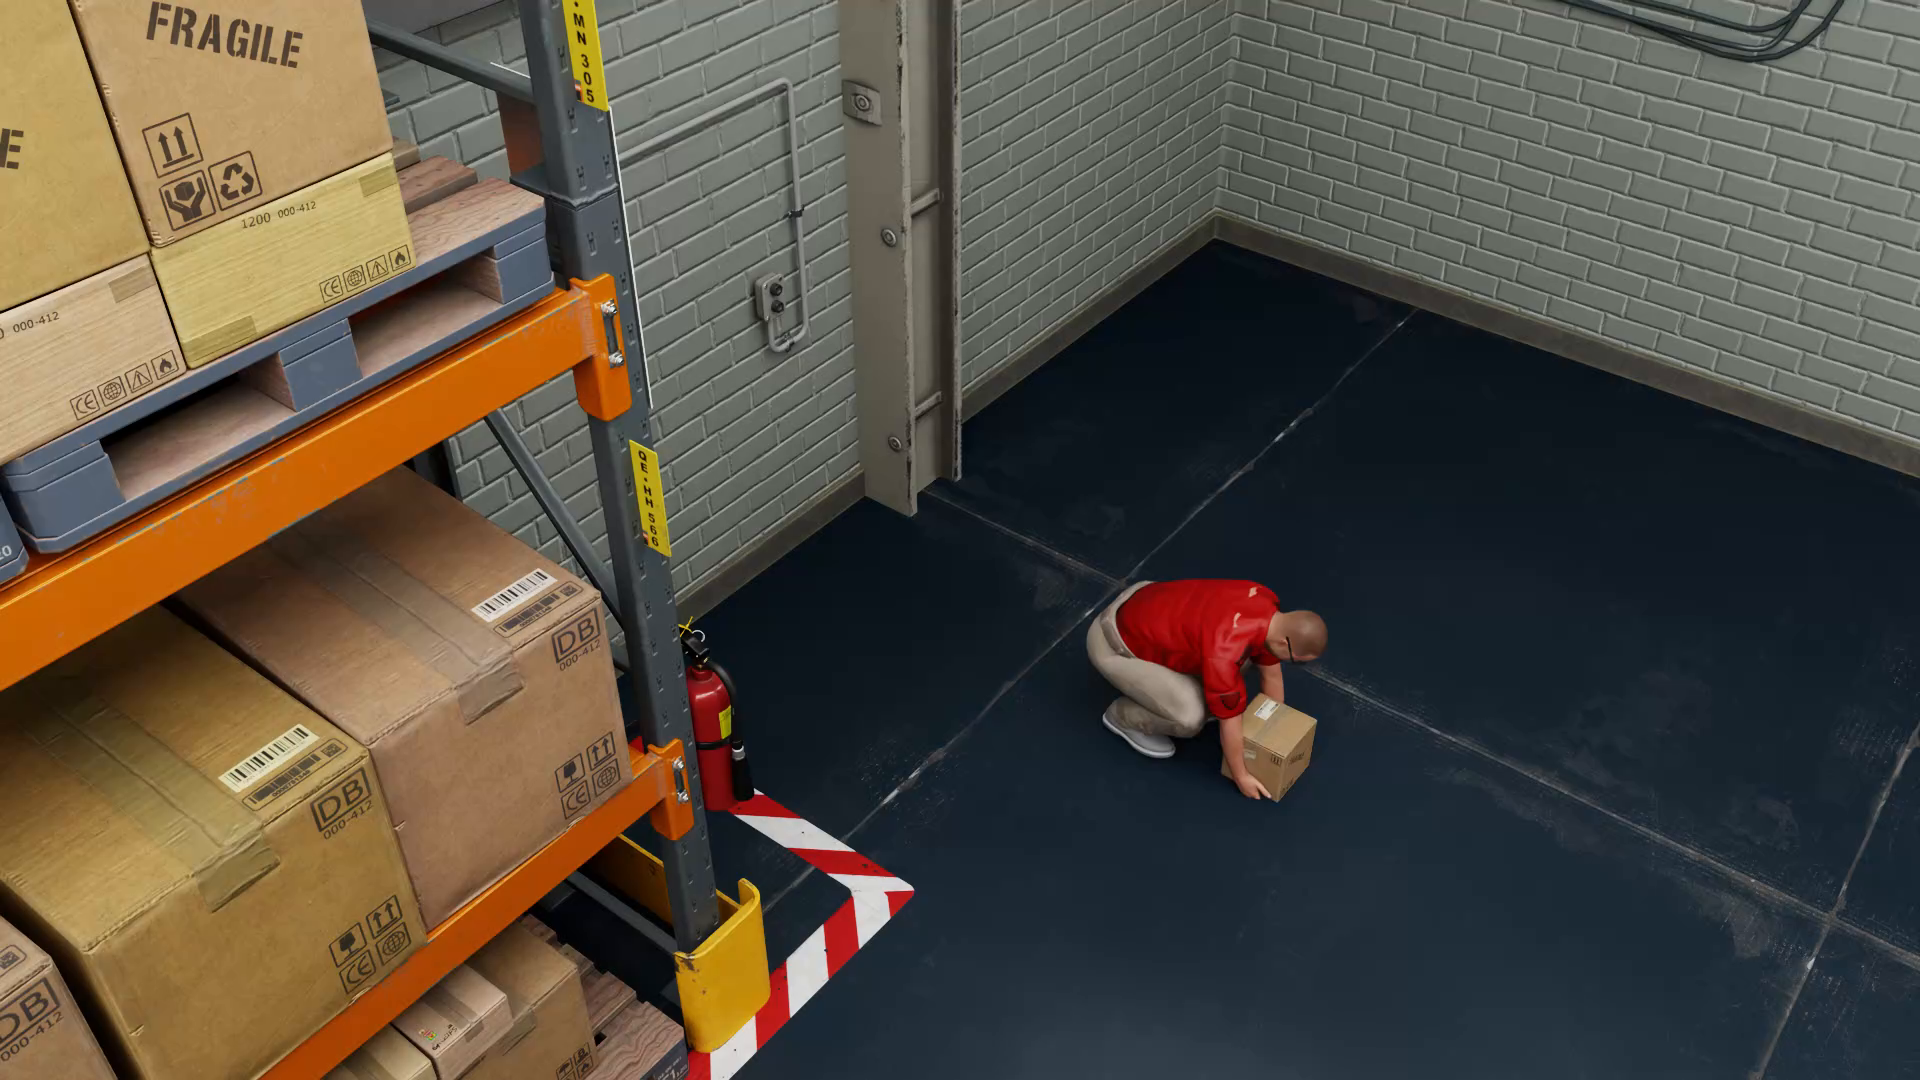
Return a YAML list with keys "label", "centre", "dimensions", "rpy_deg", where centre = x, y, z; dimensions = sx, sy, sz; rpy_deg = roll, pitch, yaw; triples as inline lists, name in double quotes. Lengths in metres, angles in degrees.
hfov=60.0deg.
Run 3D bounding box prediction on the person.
- label: "person"
  centre: [0.926, 0.502, 6.371]
  dimensions: [0.893, 0.862, 0.537]
  rpy_deg: [25, 45, 28]
